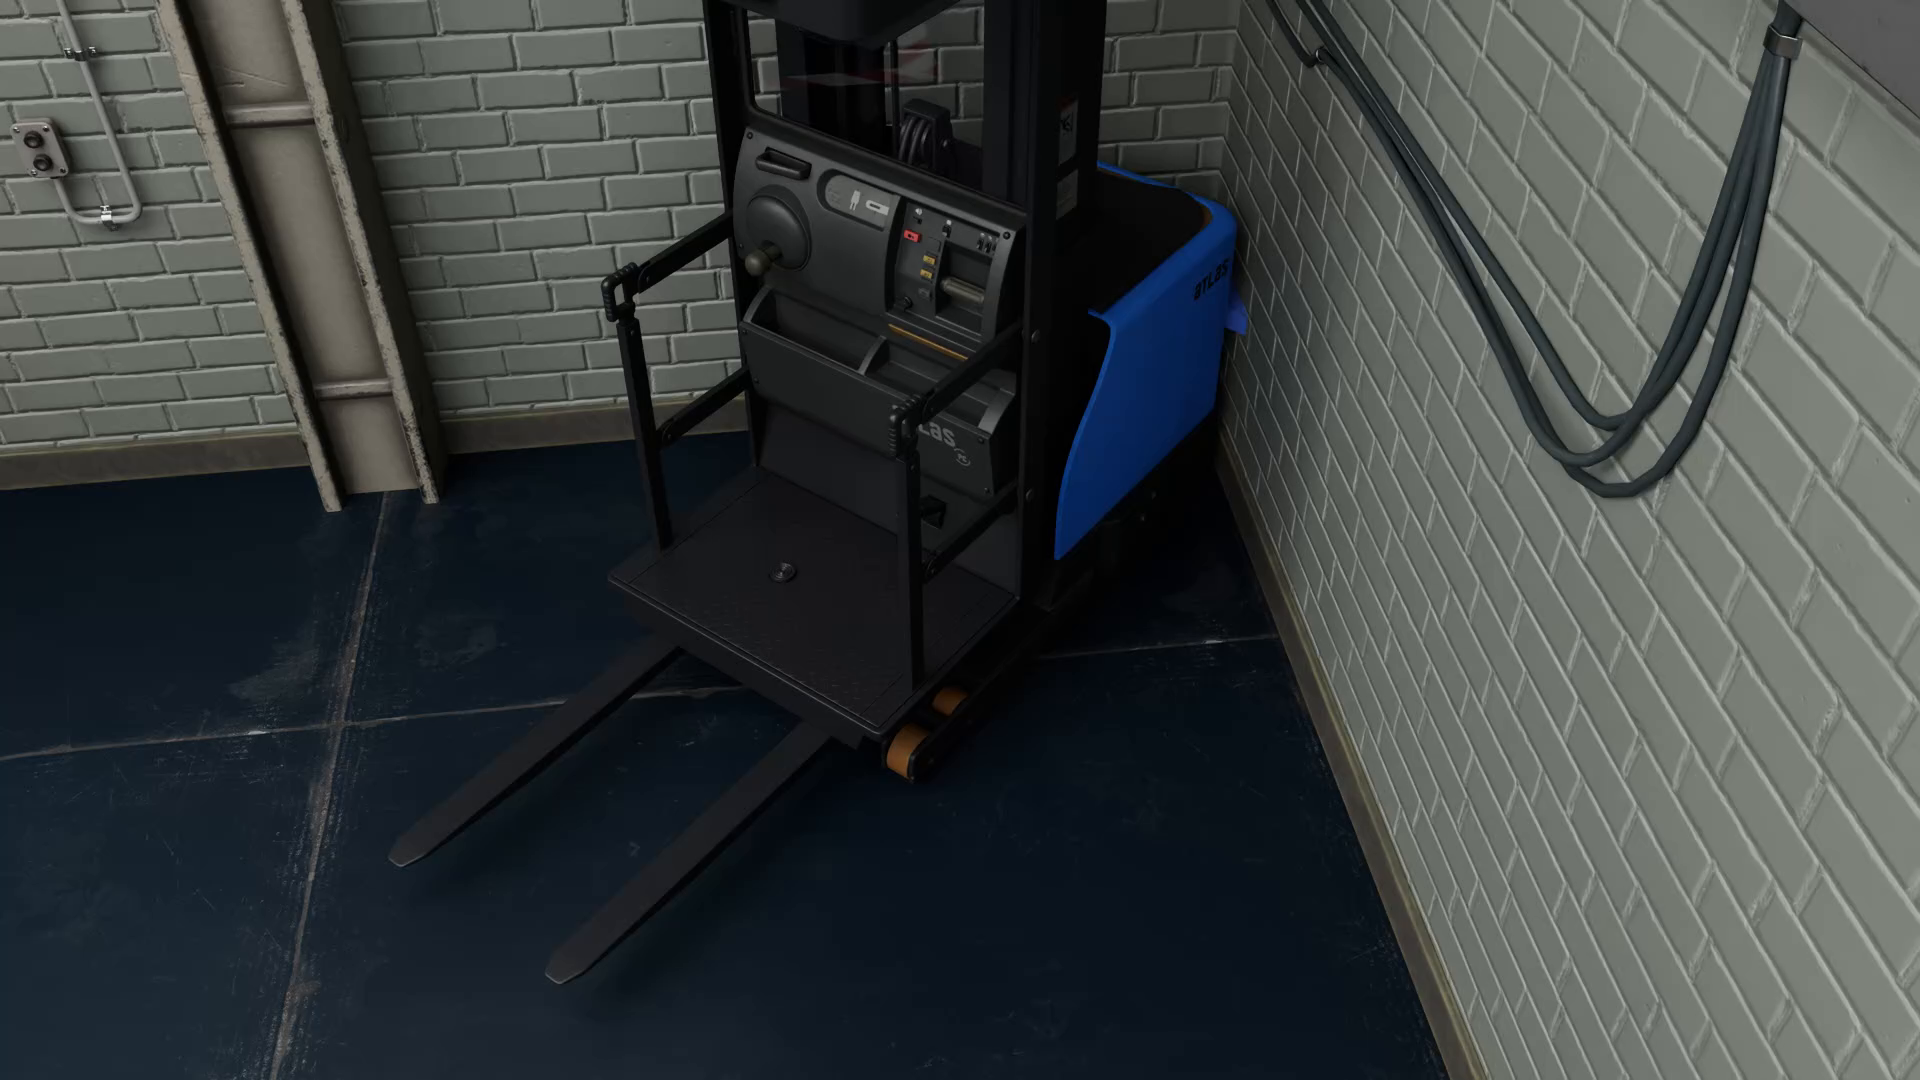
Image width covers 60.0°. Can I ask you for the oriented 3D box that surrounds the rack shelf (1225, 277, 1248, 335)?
[{"bbox_3d":[0.771,-1.014,5.940,1.000,0.185,0.538,28,52,26],"label":"rack shelf"}]

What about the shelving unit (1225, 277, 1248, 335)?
[{"bbox_3d":[0.766,-1.141,5.812,1.048,1.500,0.538,28,52,26],"label":"shelving unit"}]

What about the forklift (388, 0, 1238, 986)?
[{"bbox_3d":[-0.373,-0.751,4.395,1.130,2.935,3.031,26,48,26],"label":"forklift"}]

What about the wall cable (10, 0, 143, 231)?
[{"bbox_3d":[-3.478,-1.640,4.570,1.851,1.984,0.084,-5,42,-6],"label":"wall cable"}]

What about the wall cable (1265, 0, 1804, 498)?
[{"bbox_3d":[1.030,-1.852,3.403,0.112,2.526,3.097,-5,42,-6],"label":"wall cable"}]
